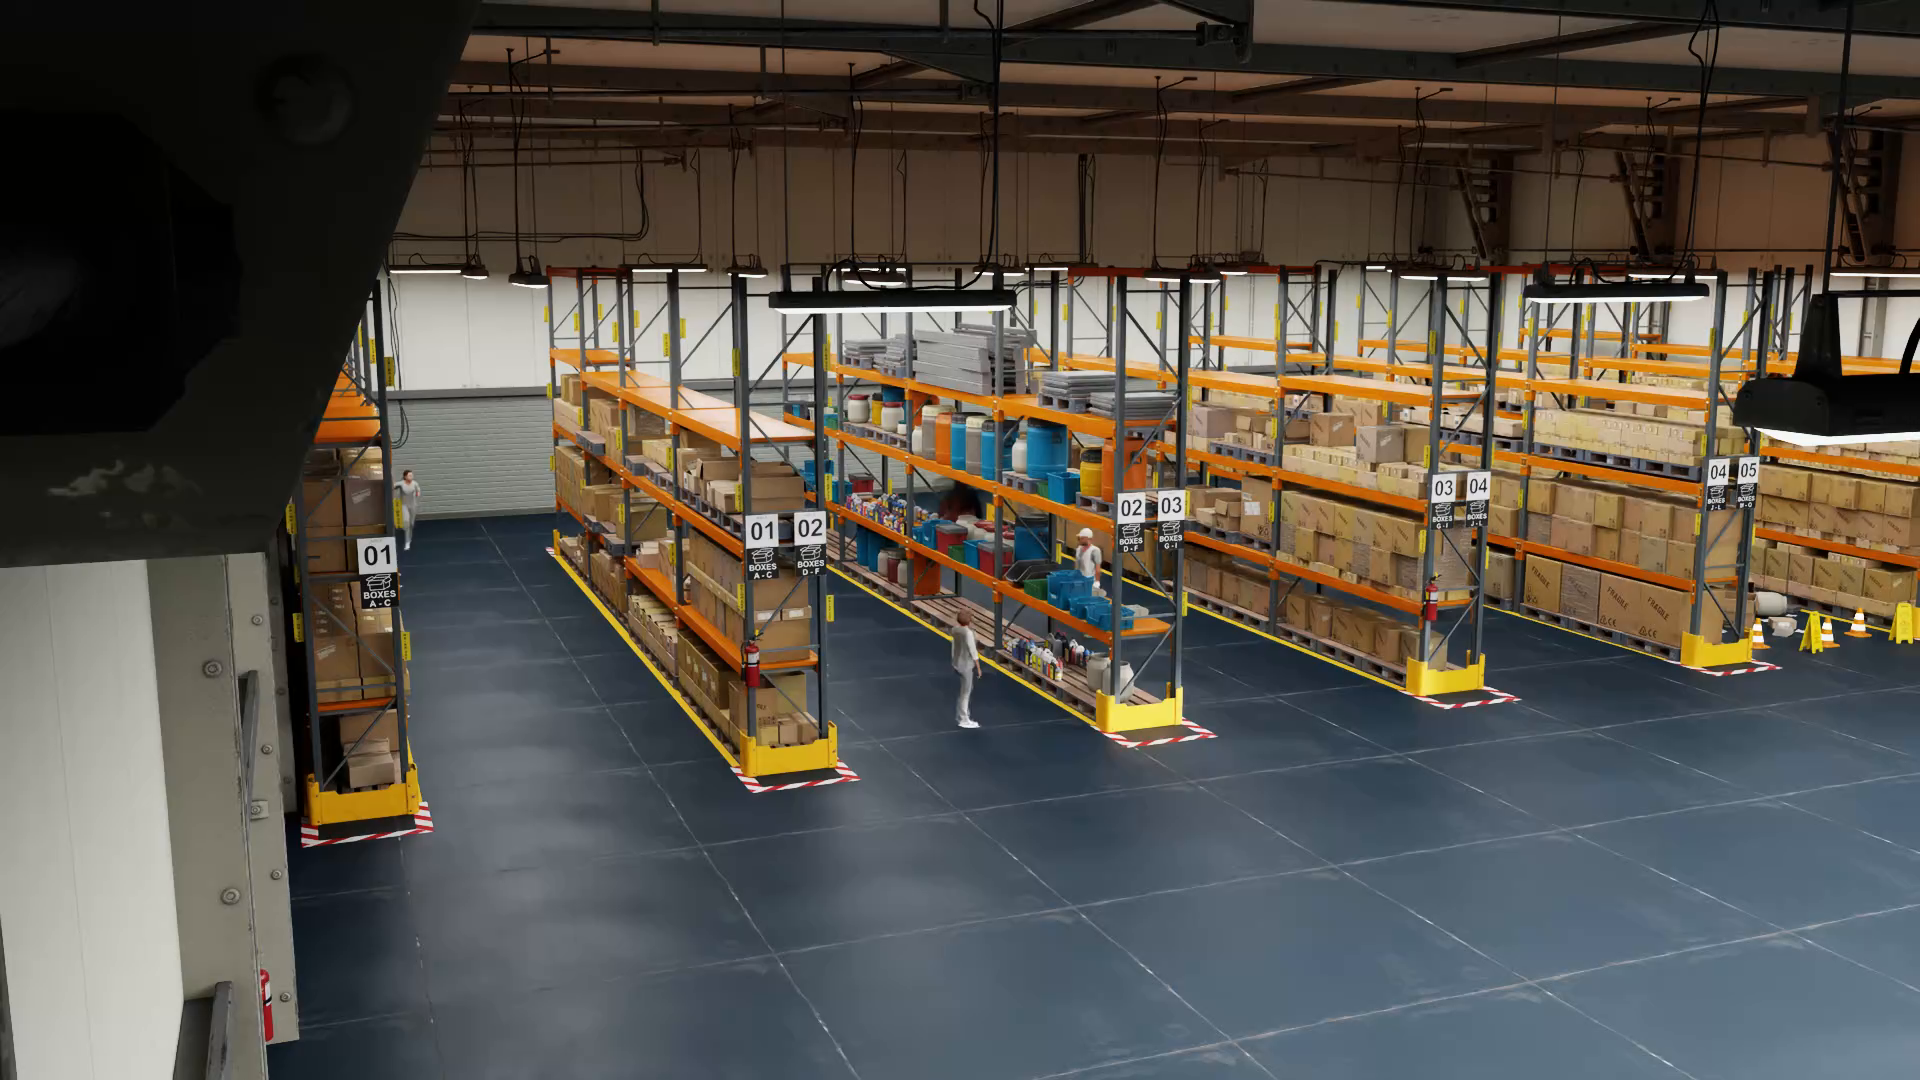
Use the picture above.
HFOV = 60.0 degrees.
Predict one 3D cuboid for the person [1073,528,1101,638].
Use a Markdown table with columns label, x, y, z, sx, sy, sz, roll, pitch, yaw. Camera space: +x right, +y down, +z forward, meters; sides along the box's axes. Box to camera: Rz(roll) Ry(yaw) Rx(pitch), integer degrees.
| label | x | y | z | sx | sy | sz | roll | pitch | yaw |
| --- | --- | --- | --- | --- | --- | --- | --- | --- | --- |
| person | 1.993 | 0.706 | 27.369 | 0.555 | 1.790 | 0.615 | -10 | 14 | -44 |

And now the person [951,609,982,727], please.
| label | x | y | z | sx | sy | sz | roll | pitch | yaw |
| --- | --- | --- | --- | --- | --- | --- | --- | --- | --- |
| person | 0.086 | 1.732 | 22.224 | 0.358 | 1.646 | 0.432 | -4 | 11 | -23 |

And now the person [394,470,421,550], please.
| label | x | y | z | sx | sy | sz | roll | pitch | yaw |
| --- | --- | --- | --- | --- | --- | --- | --- | --- | --- |
| person | -11.877 | -0.689 | 35.705 | 0.629 | 1.660 | 0.923 | -5 | 11 | -26 |
